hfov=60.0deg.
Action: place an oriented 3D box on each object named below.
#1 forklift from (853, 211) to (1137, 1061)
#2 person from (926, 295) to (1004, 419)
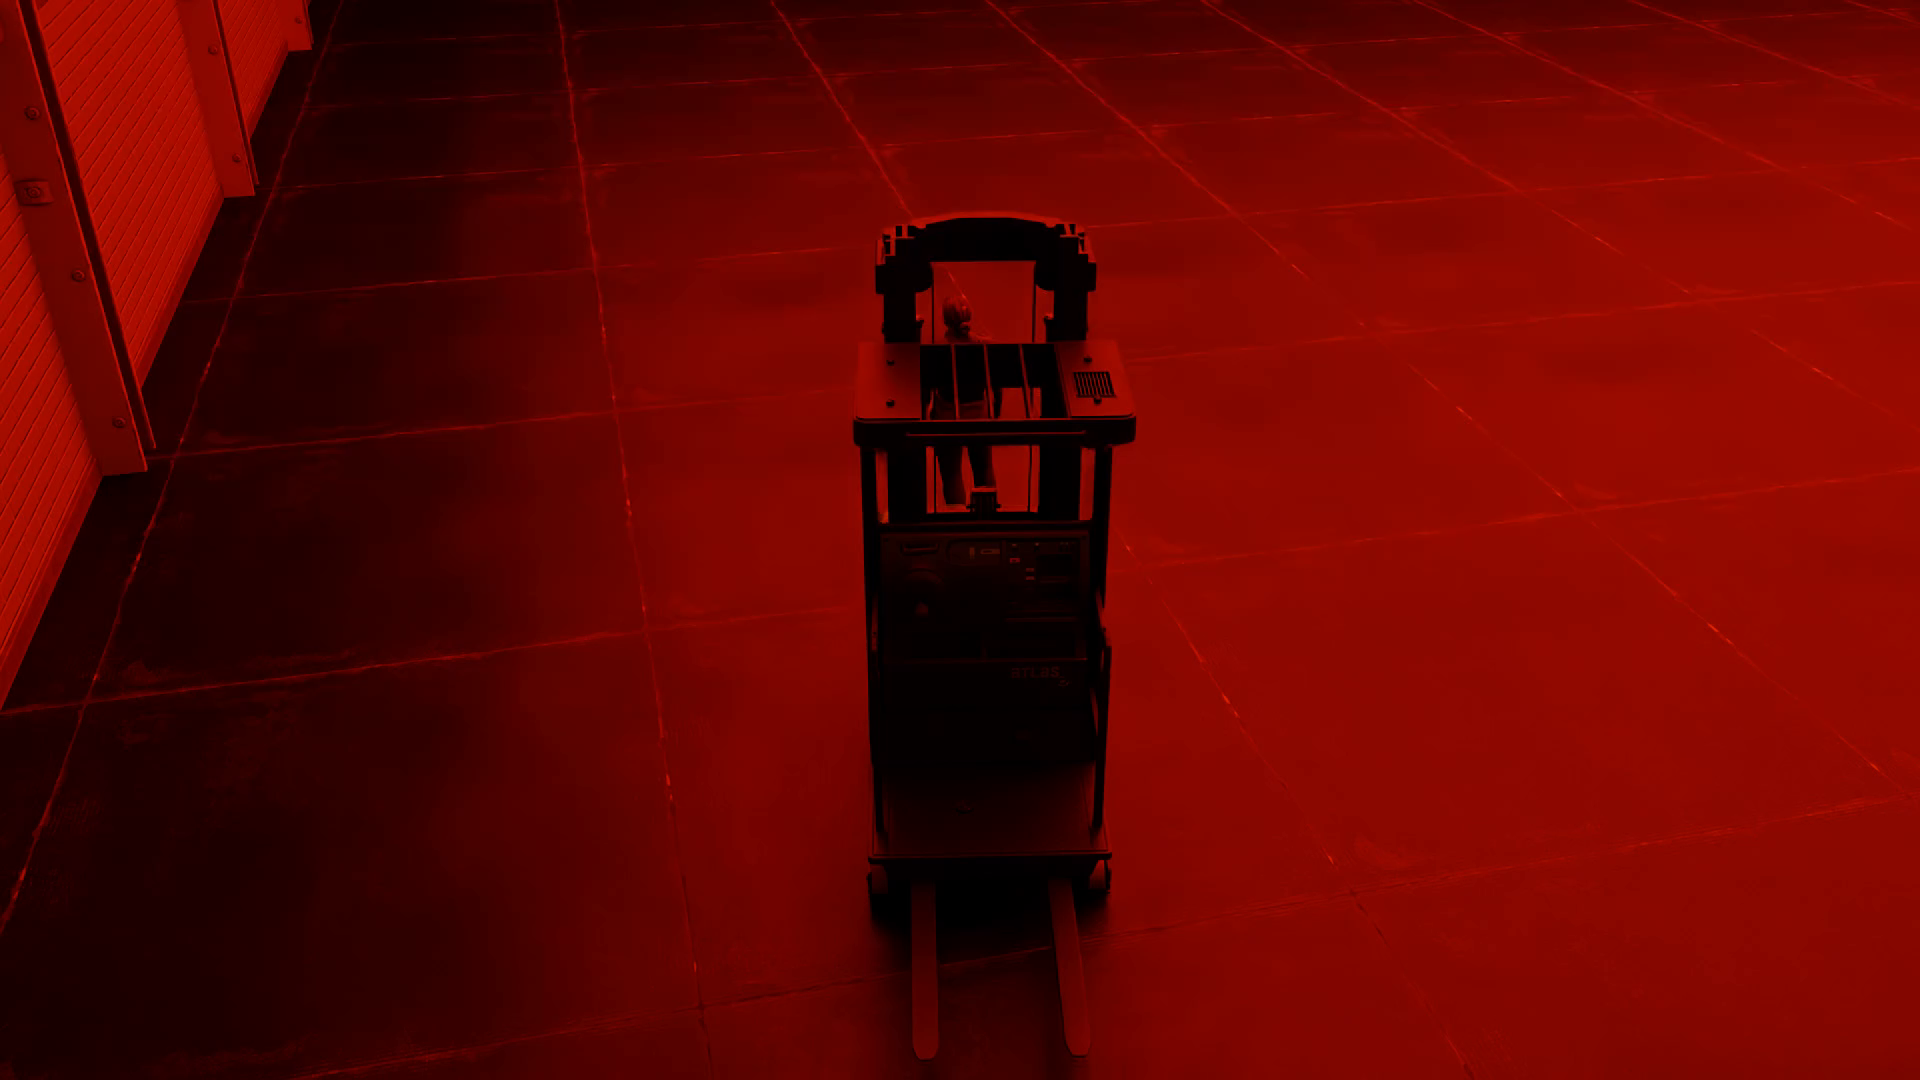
[{"bbox_3d":[0.121,0.203,7.224,1.130,2.935,3.031,-1,30,-2],"label":"forklift"},{"bbox_3d":[-0.002,-0.767,10.160,0.570,1.656,0.503,-7,31,-12],"label":"person"}]
